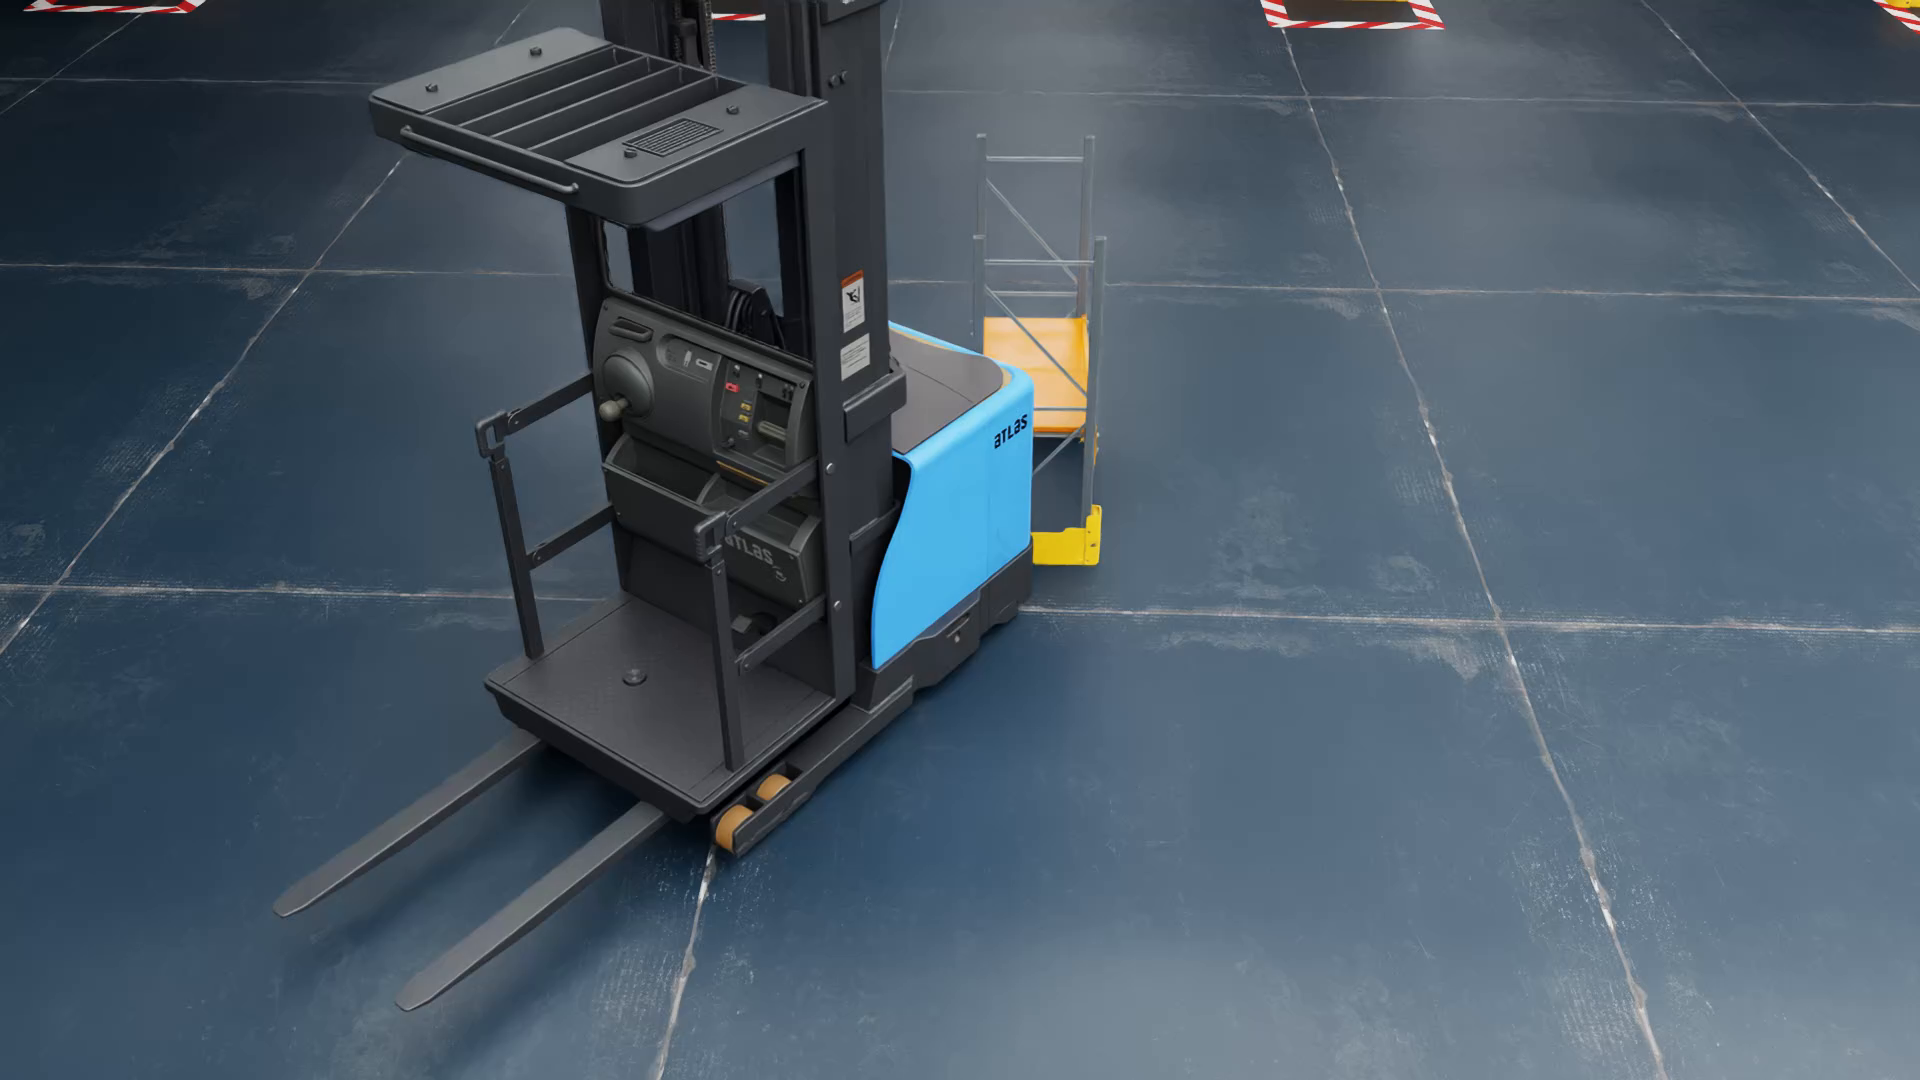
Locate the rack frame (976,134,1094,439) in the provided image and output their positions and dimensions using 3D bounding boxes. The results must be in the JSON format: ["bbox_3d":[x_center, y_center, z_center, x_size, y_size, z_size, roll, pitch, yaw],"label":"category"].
[{"bbox_3d":[0.323,-1.110,7.524,0.500,1.500,0.032,1,35,1],"label":"rack frame"}]

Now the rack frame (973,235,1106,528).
[{"bbox_3d":[0.301,-0.525,6.693,0.500,1.500,0.032,1,35,1],"label":"rack frame"}]

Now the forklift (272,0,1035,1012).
[{"bbox_3d":[-0.987,-0.441,5.328,1.130,2.935,3.031,23,41,29],"label":"forklift"}]

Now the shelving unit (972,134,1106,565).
[{"bbox_3d":[0.312,-0.822,7.116,0.587,1.500,1.083,1,35,1],"label":"shelving unit"}]

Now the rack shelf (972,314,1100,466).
[{"bbox_3d":[0.312,-0.670,7.212,0.538,0.185,1.000,1,35,1],"label":"rack shelf"}]

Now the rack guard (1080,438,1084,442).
[{"bbox_3d":[0.323,-0.597,7.883,0.587,0.250,0.087,1,35,1],"label":"rack guard"}]

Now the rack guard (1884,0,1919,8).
[{"bbox_3d":[8.069,-4.556,13.298,1.175,0.500,0.348,1,35,2],"label":"rack guard"}]

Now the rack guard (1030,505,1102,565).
[{"bbox_3d":[0.301,-0.025,7.068,0.587,0.250,0.087,1,35,1],"label":"rack guard"}]
